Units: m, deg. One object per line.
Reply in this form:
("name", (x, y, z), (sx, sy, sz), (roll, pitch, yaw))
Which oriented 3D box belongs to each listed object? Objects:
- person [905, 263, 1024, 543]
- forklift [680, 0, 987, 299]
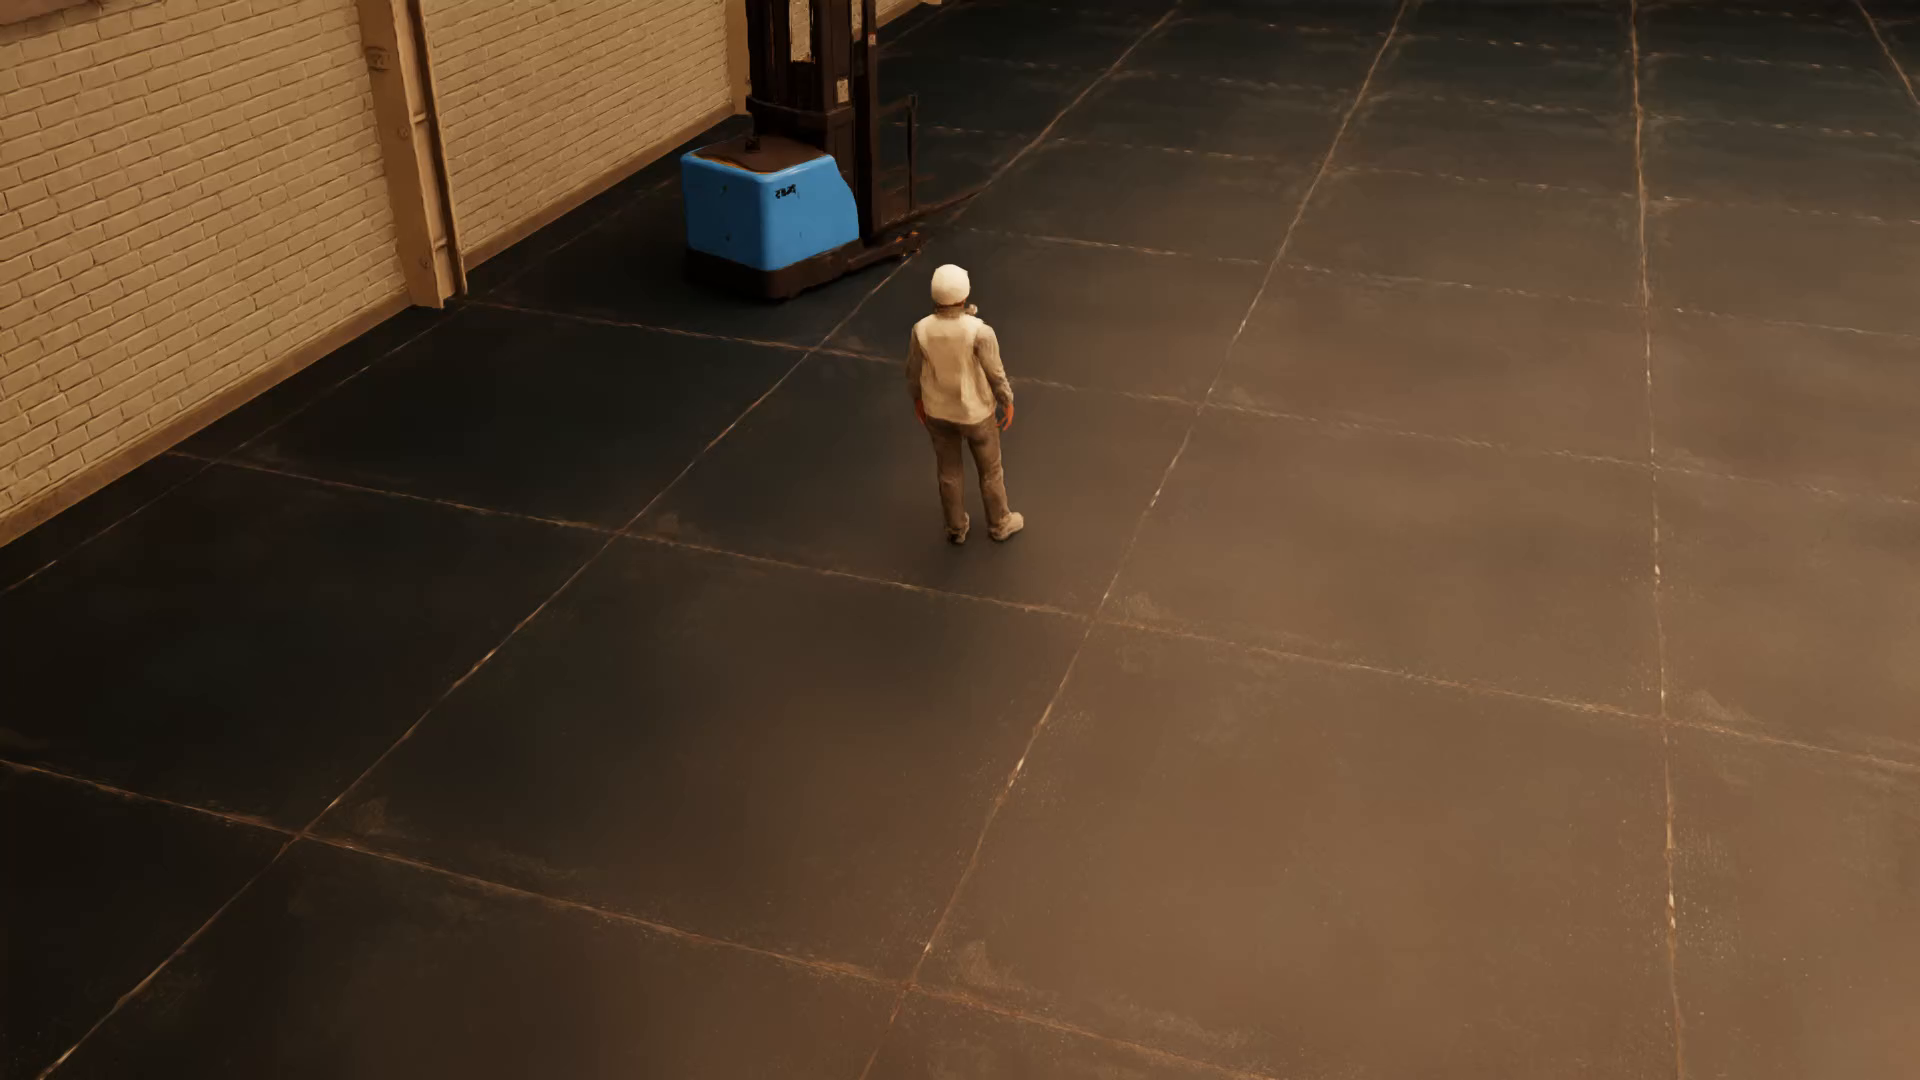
("person", (0.028, -0.805, 9.702), (0.632, 1.773, 0.567), (10, 31, 16))
("forklift", (-0.958, -3.865, 13.917), (1.130, 2.935, 3.031), (22, 36, 33))
